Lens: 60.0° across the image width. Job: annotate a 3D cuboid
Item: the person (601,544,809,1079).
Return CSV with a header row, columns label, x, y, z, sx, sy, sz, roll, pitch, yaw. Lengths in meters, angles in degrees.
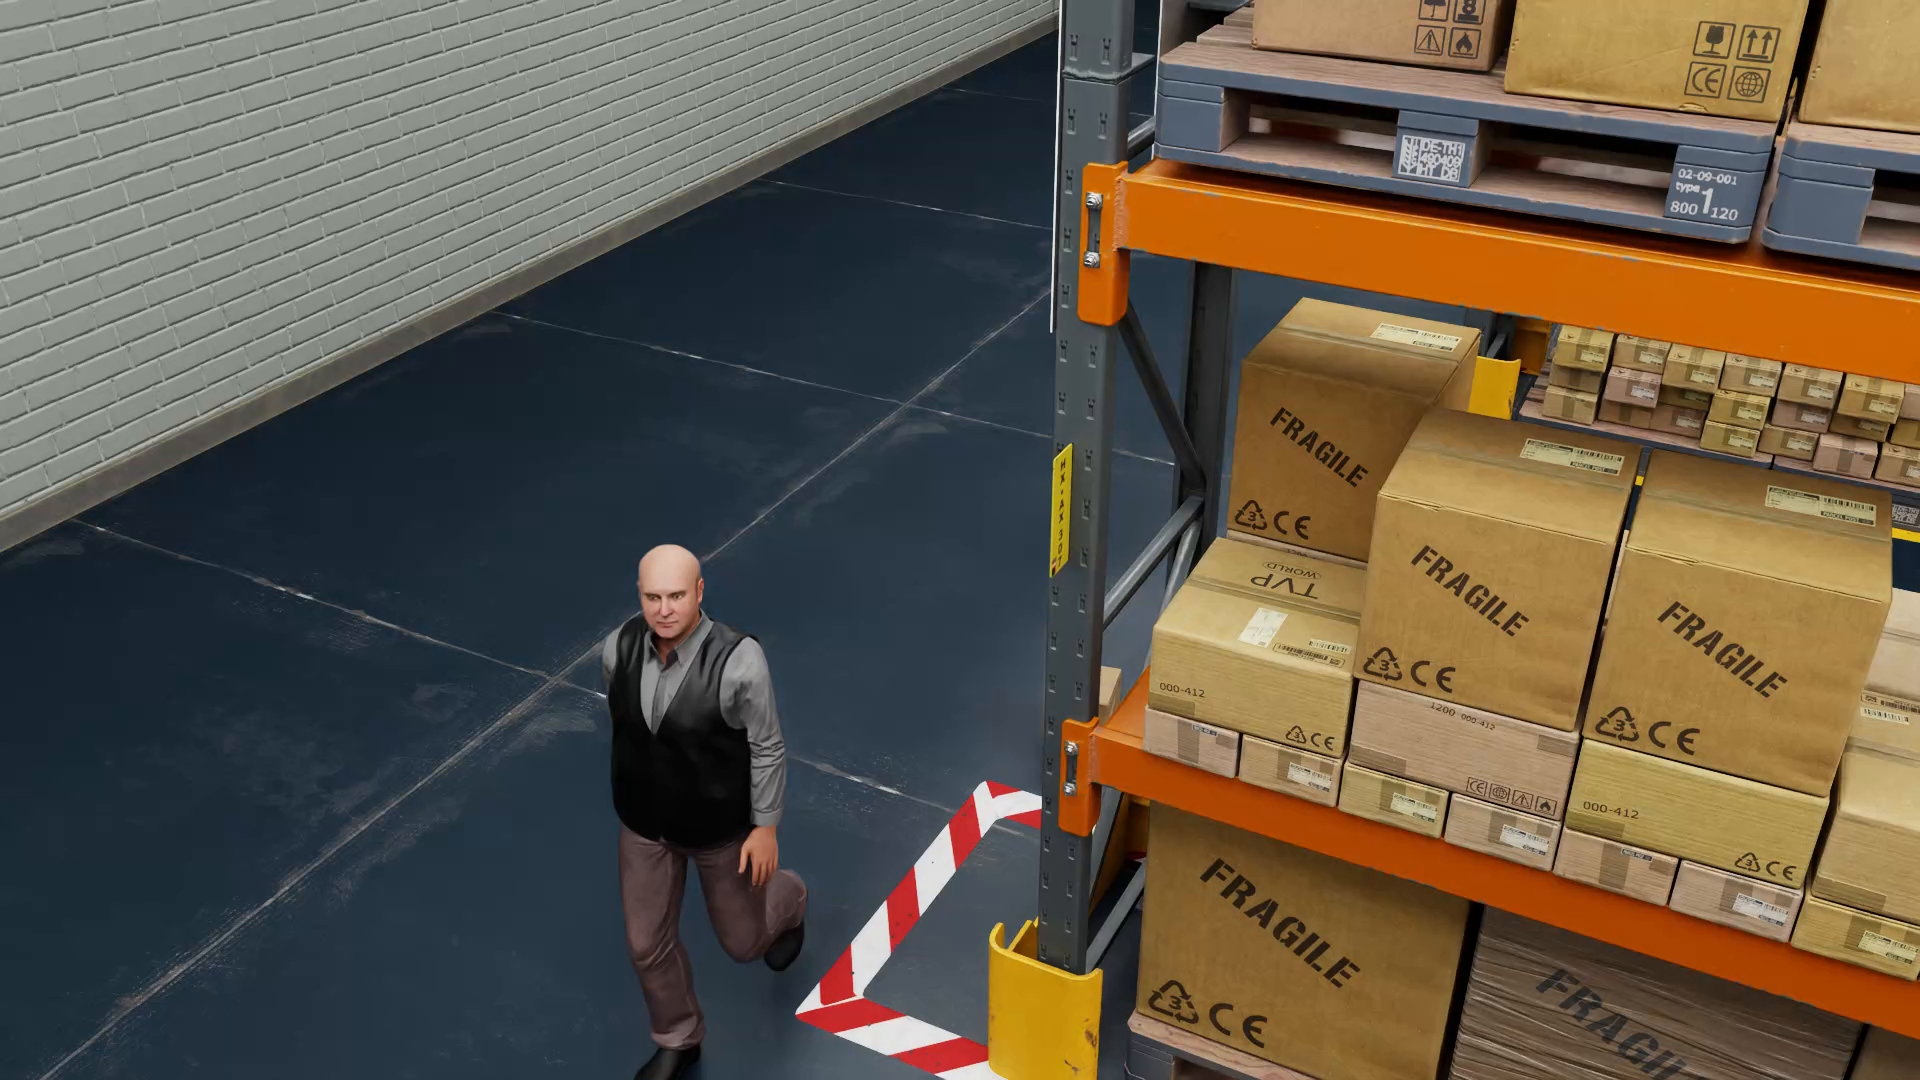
label,x,y,z,sx,sy,sz,roll,pitch,yaw
person,-0.748,0.817,4.795,0.552,1.615,0.779,9,31,15
